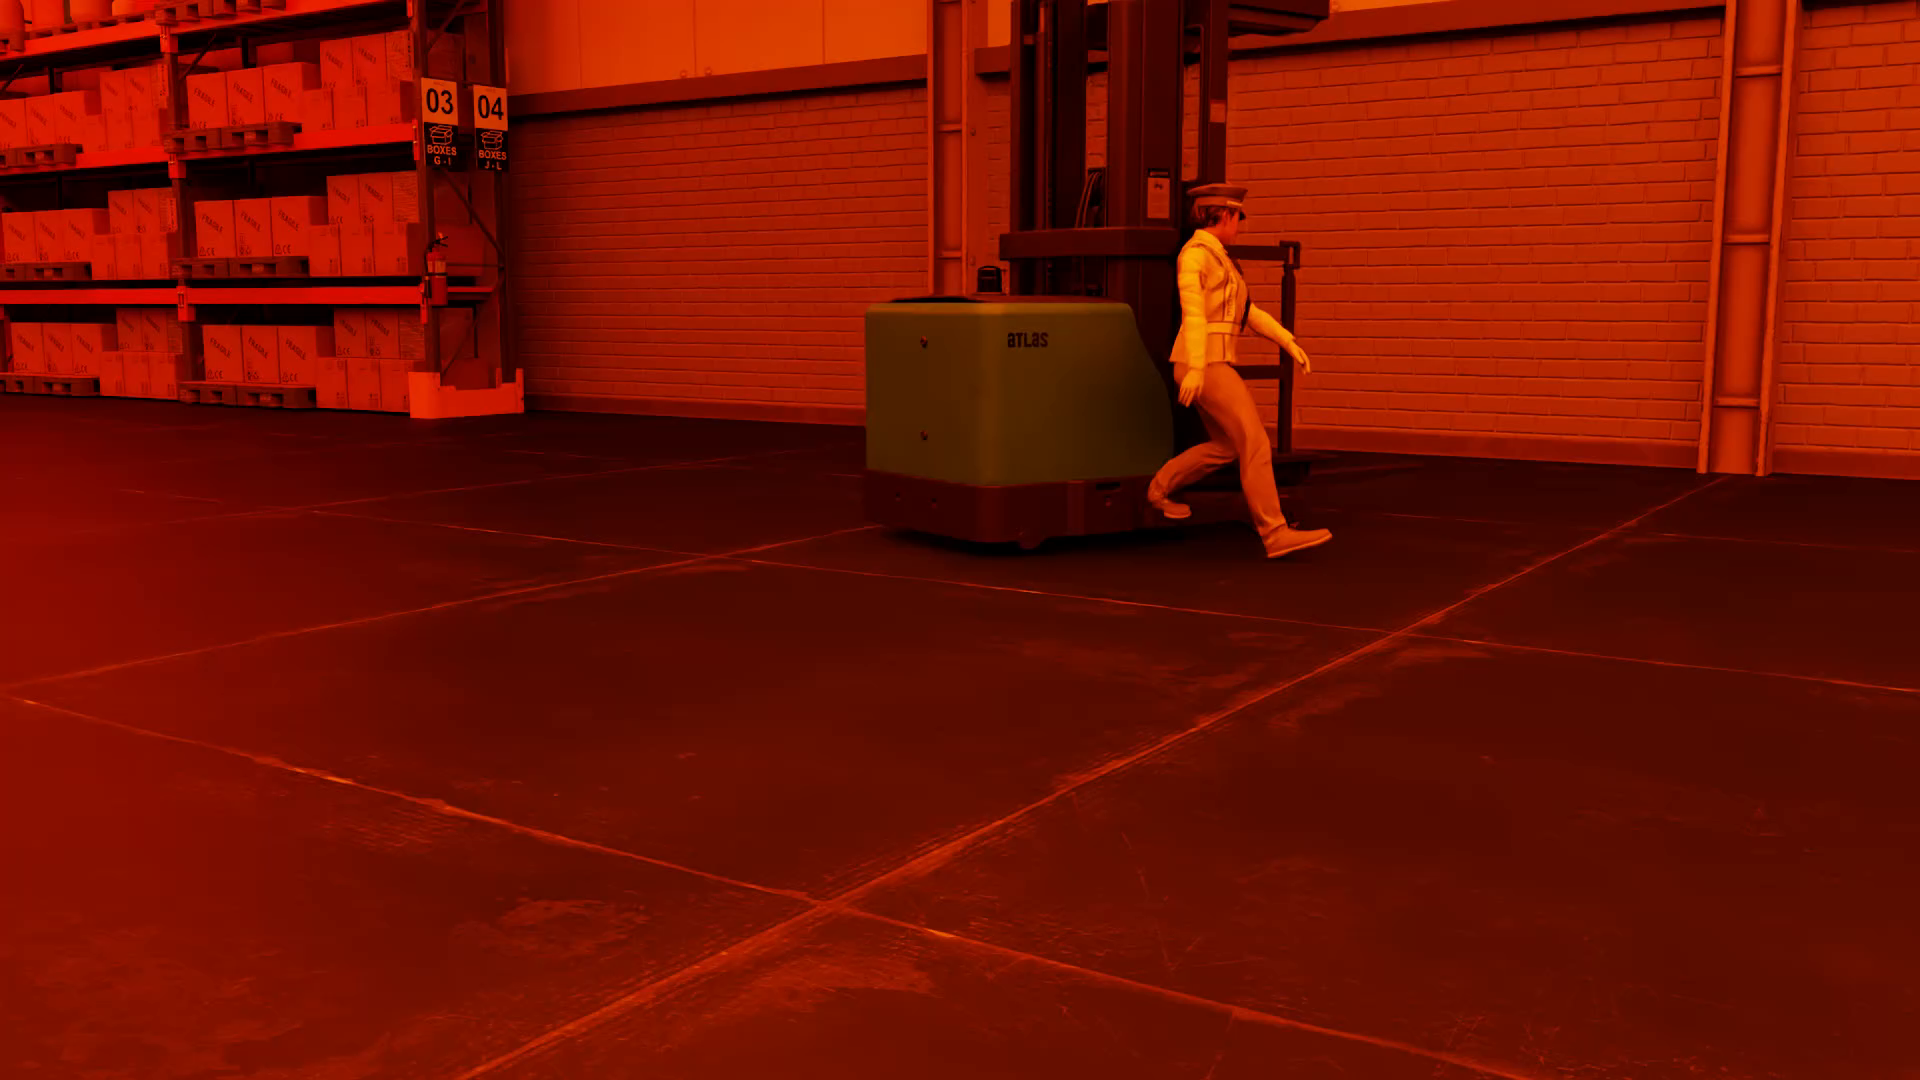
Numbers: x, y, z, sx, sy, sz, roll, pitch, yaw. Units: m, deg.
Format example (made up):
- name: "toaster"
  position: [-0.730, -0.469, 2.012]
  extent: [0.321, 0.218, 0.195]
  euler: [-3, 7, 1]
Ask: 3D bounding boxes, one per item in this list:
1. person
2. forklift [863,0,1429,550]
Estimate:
- name: "person"
  position: [1.163, -0.726, 7.110]
  extent: [0.879, 1.584, 0.668]
  euler: [2, 8, 12]
- name: "forklift"
  position: [1.050, -1.543, 8.044]
  extent: [3.031, 2.935, 1.130]
  euler: [-6, 10, -34]
